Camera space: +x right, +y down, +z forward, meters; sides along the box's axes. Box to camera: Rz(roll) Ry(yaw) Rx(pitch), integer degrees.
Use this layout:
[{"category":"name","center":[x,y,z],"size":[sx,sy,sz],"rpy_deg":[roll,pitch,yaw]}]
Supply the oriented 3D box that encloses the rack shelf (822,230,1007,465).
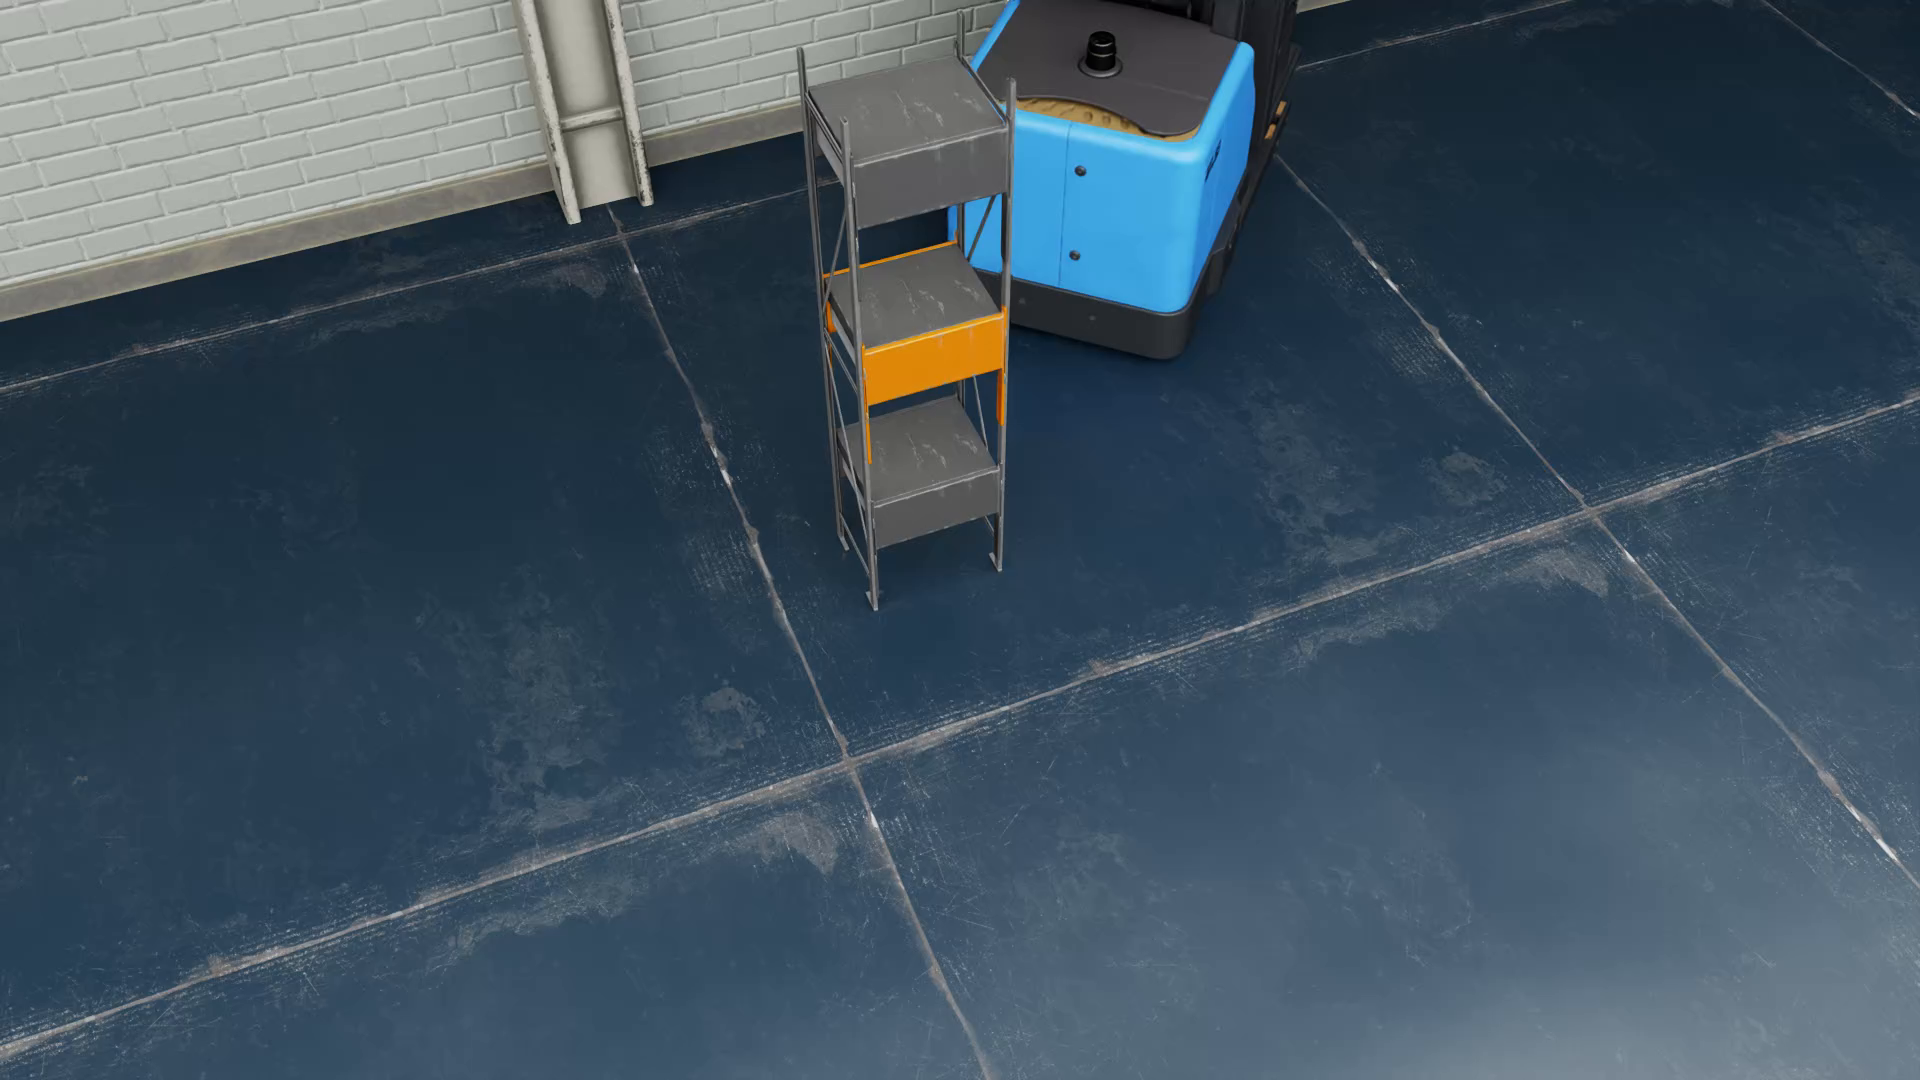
[{"category":"rack shelf","center":[-0.153,-0.628,5.423],"size":[0.480,0.518,0.431],"rpy_deg":[-17,52,-14]}]

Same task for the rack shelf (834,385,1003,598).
[{"category":"rack shelf","center":[-0.153,-0.172,5.954],"size":[0.480,0.518,0.431],"rpy_deg":[-17,52,-14]}]

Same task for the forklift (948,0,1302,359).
[{"category":"forklift","center":[0.925,-2.836,6.754],"size":[1.130,2.935,3.031],"rpy_deg":[16,51,13]}]

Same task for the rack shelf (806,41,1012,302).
[{"category":"rack shelf","center":[-0.153,-1.084,4.892],"size":[0.480,0.518,0.431],"rpy_deg":[-17,52,-14]}]

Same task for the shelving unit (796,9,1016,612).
[{"category":"shelving unit","center":[-0.153,-0.637,5.413],"size":[0.503,2.100,0.431],"rpy_deg":[-17,52,-14]}]

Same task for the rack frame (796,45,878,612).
[{"category":"rack frame","center":[-0.379,-0.567,5.353],"size":[0.015,2.100,0.400],"rpy_deg":[-17,52,-14]}]

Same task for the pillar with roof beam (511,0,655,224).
[{"category":"pillar with roof beam","center":[-0.003,-1.489,1.597],"size":[0.400,9.000,9.100],"rpy_deg":[-17,52,-14]}]

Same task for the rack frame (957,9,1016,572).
[{"category":"rack frame","center":[0.073,-0.707,5.473],"size":[0.015,2.100,0.400],"rpy_deg":[-17,52,-14]}]
